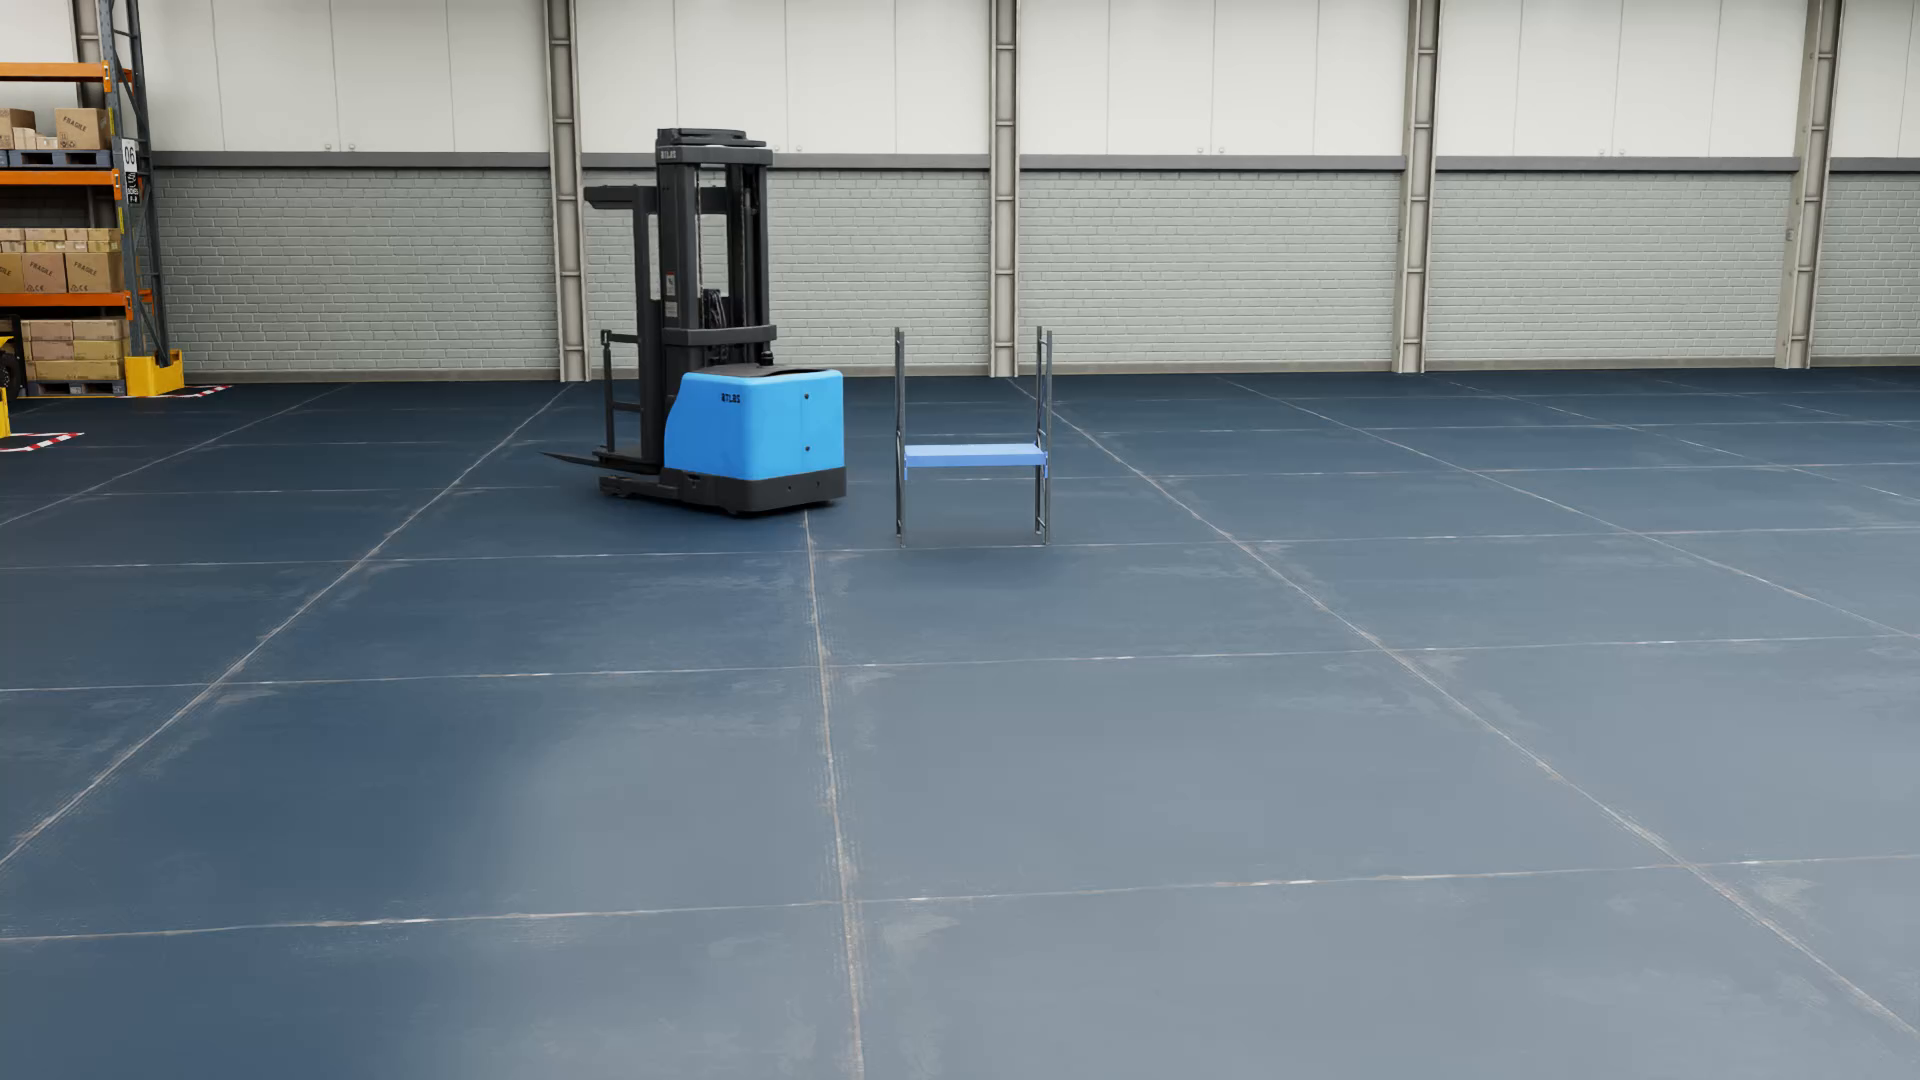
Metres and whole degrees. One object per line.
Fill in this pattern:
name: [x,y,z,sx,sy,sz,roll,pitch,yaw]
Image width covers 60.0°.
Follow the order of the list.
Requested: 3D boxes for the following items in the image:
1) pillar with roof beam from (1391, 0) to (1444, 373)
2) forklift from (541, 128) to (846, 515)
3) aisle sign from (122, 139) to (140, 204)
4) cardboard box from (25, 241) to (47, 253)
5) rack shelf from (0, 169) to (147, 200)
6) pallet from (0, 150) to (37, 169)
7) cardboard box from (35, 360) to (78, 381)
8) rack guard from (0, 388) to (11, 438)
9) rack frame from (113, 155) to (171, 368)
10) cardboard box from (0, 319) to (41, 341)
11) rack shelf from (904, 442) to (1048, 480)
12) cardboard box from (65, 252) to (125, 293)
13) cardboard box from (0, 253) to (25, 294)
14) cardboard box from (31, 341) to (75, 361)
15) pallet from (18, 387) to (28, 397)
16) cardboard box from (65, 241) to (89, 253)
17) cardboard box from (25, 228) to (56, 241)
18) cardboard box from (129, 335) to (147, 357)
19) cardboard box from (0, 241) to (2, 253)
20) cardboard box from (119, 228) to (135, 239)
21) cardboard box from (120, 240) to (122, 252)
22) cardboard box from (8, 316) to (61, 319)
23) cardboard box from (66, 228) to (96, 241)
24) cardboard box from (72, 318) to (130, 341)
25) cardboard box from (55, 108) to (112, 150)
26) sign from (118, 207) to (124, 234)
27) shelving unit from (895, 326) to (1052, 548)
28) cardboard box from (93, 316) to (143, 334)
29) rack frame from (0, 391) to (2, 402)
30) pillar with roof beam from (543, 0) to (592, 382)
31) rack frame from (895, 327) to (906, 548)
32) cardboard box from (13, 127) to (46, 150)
pillar with roof beam: [7.044,-6.063,19.382,0.400,9.000,9.100,-1,11,-6]
forklift: [-2.341,-1.844,13.649,3.031,2.935,1.130,10,15,41]
aisle sign: [-10.429,-4.633,20.917,0.004,0.787,0.394,-1,11,-6]
cardboard box: [-11.603,-3.711,21.026,0.250,0.149,0.380,-1,11,-6]
rack shelf: [-12.514,-4.489,21.016,4.000,0.370,1.077,-1,11,-6]
pallet: [-12.447,-4.805,20.985,1.213,0.211,1.003,-1,11,-6]
cardboard box: [-11.454,-2.190,21.271,0.500,0.250,0.500,-1,11,-6]
rack guard: [-10.061,-1.232,16.839,0.348,0.500,1.175,-1,11,-6]
rack frame: [-10.526,-3.412,21.448,0.127,3.000,1.000,-1,11,-6]
cardboard box: [-11.957,-2.666,21.100,0.500,0.250,0.500,-1,11,-5]
rack shelf: [0.085,-0.561,11.767,1.000,0.185,0.538,-1,11,-6]
cardboard box: [-10.987,-3.400,21.130,0.500,0.500,0.500,-1,11,-7]
cardboard box: [-12.013,-3.381,21.029,0.500,0.500,0.500,-1,11,-7]
cardboard box: [-11.476,-2.436,21.225,0.500,0.250,0.500,-1,11,-7]
pallet: [-12.491,-1.995,21.469,1.213,0.211,1.003,-1,11,-6]
cardboard box: [-11.091,-3.707,21.009,0.250,0.149,0.380,-1,11,-5]
cardboard box: [-11.614,-3.865,21.039,0.250,0.149,0.380,-1,11,-6]
cardboard box: [-11.015,-2.544,21.777,0.500,0.250,0.500,-1,11,-5]
cardboard box: [-12.113,-3.687,20.906,0.250,0.149,0.380,-1,11,-6]
cardboard box: [-10.883,-3.959,21.520,0.250,0.149,0.380,-1,11,-7]
cardboard box: [-10.891,-3.822,21.593,0.250,0.149,0.380,-1,11,-8]
cardboard box: [-12.019,-2.766,21.611,0.500,0.250,0.500,-1,11,-6]
cardboard box: [-11.101,-3.866,21.047,0.250,0.149,0.380,-1,11,-6]
cardboard box: [-10.950,-2.690,21.223,0.500,0.250,0.500,-1,11,-4]
cardboard box: [-10.939,-5.132,20.814,0.500,0.500,0.500,-1,11,-4]
sign: [-10.481,-3.992,20.782,0.005,0.325,0.100,-1,11,-6]
shelving unit: [0.085,-0.738,11.732,1.048,1.500,0.538,-1,11,-6]
cardboard box: [-11.024,-2.786,21.710,0.500,0.250,0.500,-1,11,-7]
rack frame: [-9.986,-2.460,16.606,0.127,3.000,1.000,-1,11,-6]
pillar with roof beam: [-4.885,-5.813,18.111,0.400,9.000,9.100,-1,11,-6]
rack frame: [-0.421,-0.727,11.679,0.032,1.500,0.500,-1,11,-6]
cardboard box: [-11.569,-4.992,20.710,0.258,0.266,0.396,-1,11,-6]
